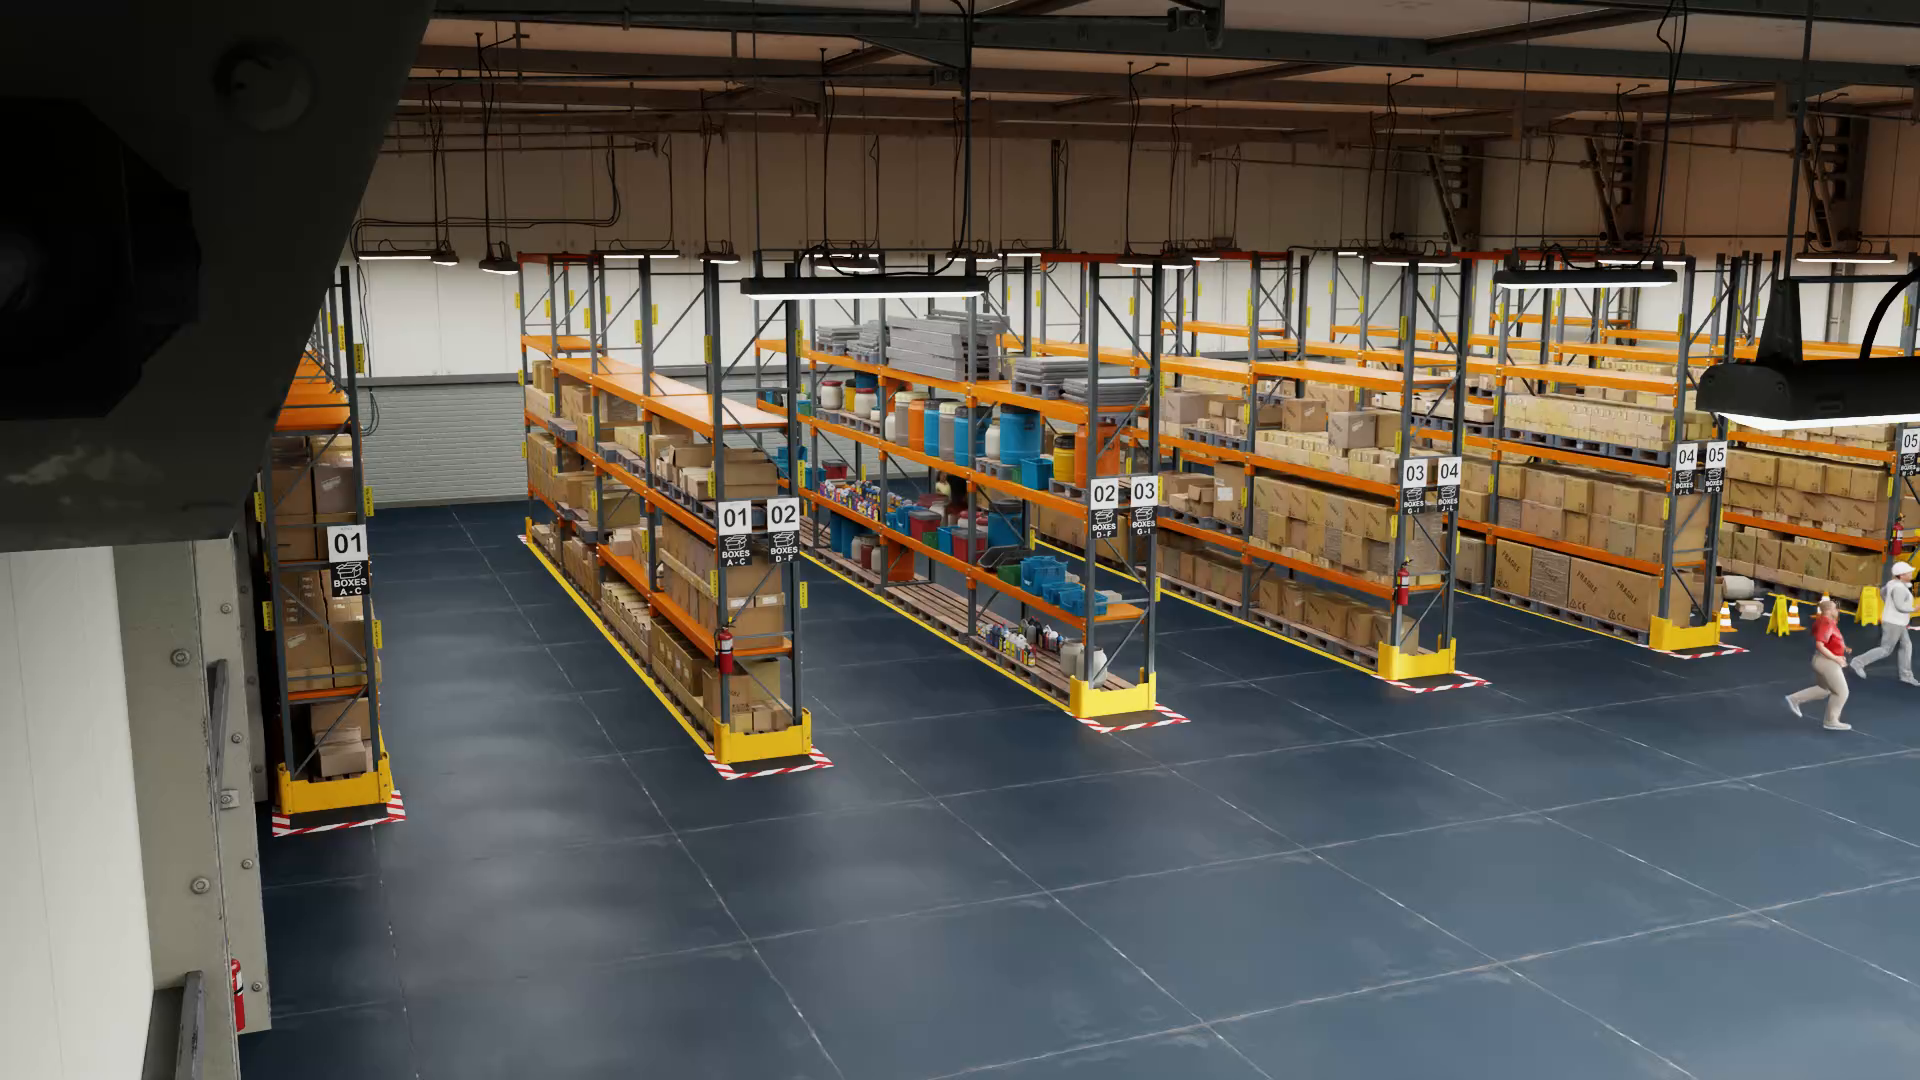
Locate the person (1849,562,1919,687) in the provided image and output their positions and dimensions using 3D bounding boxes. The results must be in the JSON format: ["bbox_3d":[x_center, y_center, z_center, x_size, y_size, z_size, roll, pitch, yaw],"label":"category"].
[{"bbox_3d":[13.244,1.183,23.654,0.968,1.789,0.668,5,11,25],"label":"person"}]

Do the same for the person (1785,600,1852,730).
[{"bbox_3d":[11.191,1.614,21.550,0.779,1.675,0.660,3,11,17],"label":"person"}]

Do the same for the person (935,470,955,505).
[{"bbox_3d":[-0.335,-0.593,33.681,0.579,1.672,0.922,-6,12,-32],"label":"person"}]
